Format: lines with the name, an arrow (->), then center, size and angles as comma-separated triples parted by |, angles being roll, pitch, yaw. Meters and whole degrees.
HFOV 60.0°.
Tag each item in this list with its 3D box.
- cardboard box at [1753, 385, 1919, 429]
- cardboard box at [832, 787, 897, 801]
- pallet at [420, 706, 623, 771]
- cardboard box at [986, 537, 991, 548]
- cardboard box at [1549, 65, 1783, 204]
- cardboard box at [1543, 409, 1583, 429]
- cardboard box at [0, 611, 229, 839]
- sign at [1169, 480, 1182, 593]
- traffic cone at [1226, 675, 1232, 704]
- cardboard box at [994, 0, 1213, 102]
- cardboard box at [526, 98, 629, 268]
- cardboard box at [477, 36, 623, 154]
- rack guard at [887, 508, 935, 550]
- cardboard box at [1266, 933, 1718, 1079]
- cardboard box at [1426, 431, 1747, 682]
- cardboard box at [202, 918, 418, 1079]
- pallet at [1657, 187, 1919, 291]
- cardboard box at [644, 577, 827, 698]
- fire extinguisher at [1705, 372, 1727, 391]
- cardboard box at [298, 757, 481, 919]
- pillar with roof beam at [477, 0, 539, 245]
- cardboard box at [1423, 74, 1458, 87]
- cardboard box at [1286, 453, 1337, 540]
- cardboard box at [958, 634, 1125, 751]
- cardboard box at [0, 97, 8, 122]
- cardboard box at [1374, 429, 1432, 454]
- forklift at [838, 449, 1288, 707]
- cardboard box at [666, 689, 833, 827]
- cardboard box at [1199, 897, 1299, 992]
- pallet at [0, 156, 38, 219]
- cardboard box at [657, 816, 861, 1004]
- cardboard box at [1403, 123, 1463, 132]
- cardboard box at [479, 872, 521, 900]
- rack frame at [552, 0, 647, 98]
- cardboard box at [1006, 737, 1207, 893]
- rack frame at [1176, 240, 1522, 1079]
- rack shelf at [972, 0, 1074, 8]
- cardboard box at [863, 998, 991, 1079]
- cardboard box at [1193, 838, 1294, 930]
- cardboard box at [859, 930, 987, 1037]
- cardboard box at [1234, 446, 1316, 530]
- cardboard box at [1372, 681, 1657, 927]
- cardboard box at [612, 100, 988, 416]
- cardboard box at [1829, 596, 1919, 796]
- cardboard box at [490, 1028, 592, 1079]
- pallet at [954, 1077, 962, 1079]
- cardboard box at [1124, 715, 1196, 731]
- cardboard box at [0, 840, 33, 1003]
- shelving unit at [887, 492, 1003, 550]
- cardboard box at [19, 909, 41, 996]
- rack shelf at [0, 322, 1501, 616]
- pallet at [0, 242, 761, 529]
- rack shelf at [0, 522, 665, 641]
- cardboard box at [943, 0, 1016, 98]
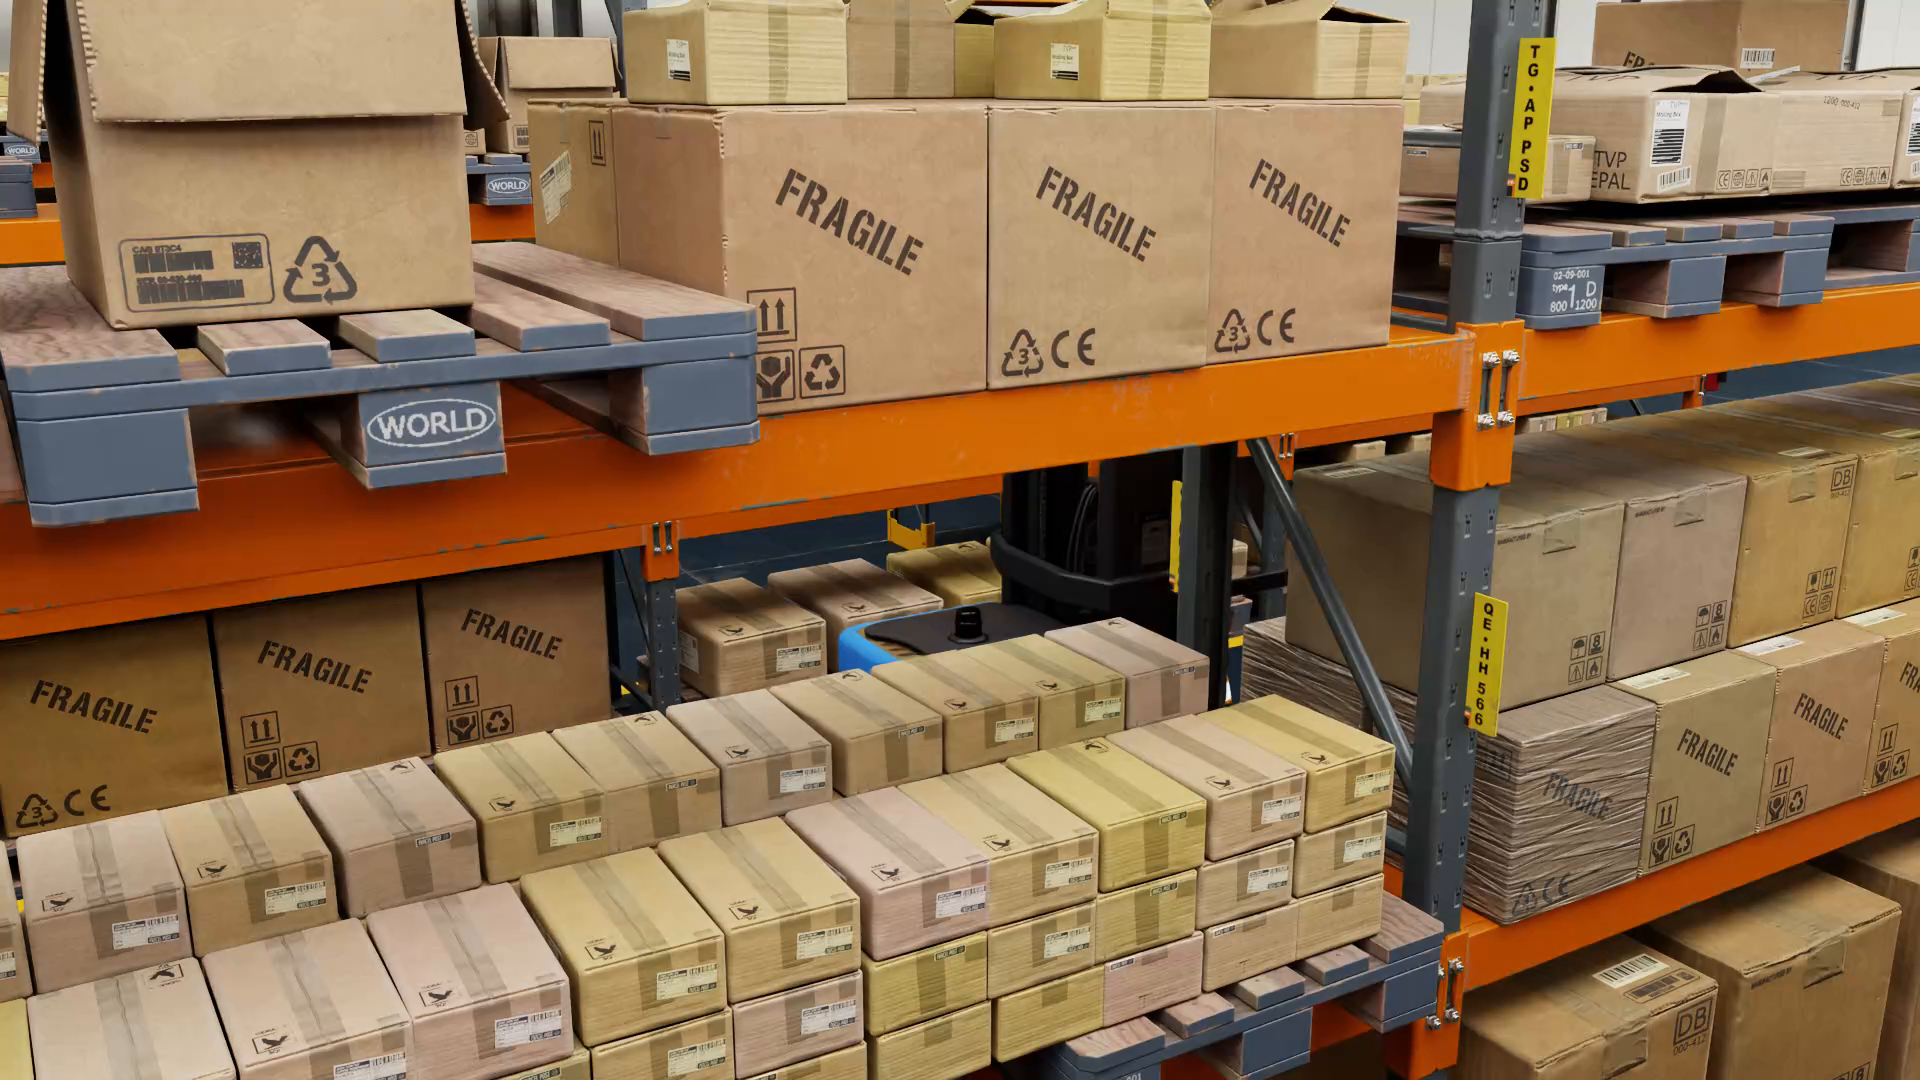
cardboard box -> 3.053, -0.190, 5.493 | 0.500, 0.500, 0.700 | -9, 18, -29
cardboard box -> -0.272, 0.590, 3.883 | 0.250, 0.149, 0.380 | -9, 18, -29
pallet -> -2.431, 0.986, 8.500 | 1.213, 0.211, 1.003 | -9, 18, -30
cardboard box -> 0.650, 0.233, 10.112 | 0.625, 0.372, 0.950 | -8, 18, -26
cardboard box -> 1.654, -1.019, 4.131 | 0.500, 0.311, 0.500 | -9, 18, -30
cardboard box -> 4.092, -0.840, 11.573 | 0.250, 0.149, 0.380 | -9, 18, -29
cardboard box -> -3.884, 0.696, 7.526 | 0.875, 0.875, 0.875 | -9, 18, -28
sign -> 0.631, -0.003, 4.717 | 0.005, 0.325, 0.100 | -9, 18, -30
traffic cone -> 1.371, 0.713, 9.007 | 0.334, 0.463, 0.336 | -9, 18, -30
cardboard box -> 0.275, -0.987, 3.213 | 0.258, 0.266, 0.396 | -9, 18, -30
cardboard box -> -0.558, -0.650, 3.428 | 0.500, 0.500, 0.500 | -9, 18, -30
cardboard box -> -1.962, -2.057, 7.665 | 0.637, 0.503, 0.797 | -11, 19, -33
rack guard -> -0.362, -0.062, 12.167 | 0.087, 0.250, 0.587 | -9, 18, -30
cardboard box -> 1.488, 1.500, 4.891 | 0.750, 0.750, 1.050 | -9, 18, -30
cardboard box -> 1.743, 0.023, 4.734 | 0.500, 0.500, 0.700 | -10, 18, -31
cardboard box -> -1.043, 0.778, 2.663 | 0.250, 0.149, 0.380 | -9, 18, -30
pallet -> 2.402, -0.928, 4.957 | 1.213, 0.211, 1.003 | -8, 18, -27
cardboard box -> -1.227, 0.539, 9.022 | 0.625, 0.372, 0.950 | -11, 19, -33
fire extinguisher -> 5.477, -1.432, 12.106 | 0.183, 0.674, 0.296 | -9, 18, -30
cardboard box -> -1.148, 0.589, 3.336 | 0.250, 0.149, 0.380 | -10, 19, -32
pillar with roof beam -> -1.405, -3.879, 9.574 | 0.400, 9.000, 9.100 | -9, 18, -30
cardboard box -> 2.829, -2.788, 10.228 | 0.250, 0.149, 0.380 | -9, 18, -30
cardboard box -> 2.357, -0.263, 10.718 | 0.500, 0.500, 0.500 | -8, 18, -27
cardboard box -> 0.195, 0.373, 4.109 | 0.250, 0.149, 0.380 | -10, 18, -31
cardboard box -> -6.147, -2.739, 10.569 | 0.250, 0.149, 0.380 | -9, 18, -28
cardboard box -> 2.935, -0.651, 10.900 | 0.250, 0.149, 0.380 | -8, 18, -28
forklift -> 1.000, -0.093, 7.312 | 3.031, 2.935, 1.130 | -9, 18, -29
cardboard box -> -0.476, 0.480, 3.724 | 0.250, 0.149, 0.380 | -8, 18, -27
cardboard box -> 0.520, 0.811, 3.648 | 0.250, 0.149, 0.380 | -9, 18, -30
pallet -> -4.384, -1.383, 6.585 | 1.217, 0.209, 0.805 | -10, 19, -32
cardboard box -> -0.374, 0.669, 3.053 | 0.250, 0.149, 0.380 | -8, 18, -27
cardboard box -> 1.320, -1.033, 4.451 | 0.250, 0.166, 0.380 | -9, 18, -30
cardboard box -> -0.930, 0.697, 3.503 | 0.250, 0.149, 0.380 | -8, 18, -28
rack frame -> -1.716, -3.337, 7.642 | 0.127, 3.000, 1.000 | -9, 18, -30
cardboard box -> 0.295, 0.560, 3.439 | 0.250, 0.149, 0.380 | -9, 18, -28
rack frame -> 0.920, 0.683, 4.416 | 0.127, 3.000, 1.000 | -9, 18, -30
rack shelf -> 0.868, -4.780, 14.864 | 4.000, 0.370, 1.077 | -9, 18, -30
cardboard box -> -0.146, 0.918, 3.265 | 0.250, 0.149, 0.380 | -10, 19, -32
cardboard box -> 0.503, 0.670, 3.599 | 0.250, 0.149, 0.380 | -8, 18, -28
cardboard box -> -0.151, 0.776, 3.221 | 0.250, 0.149, 0.380 | -9, 18, -30
cardboard box -> 2.082, -0.388, 11.164 | 0.500, 0.500, 0.500 | -9, 18, -30
cardboard box -> 1.444, 0.635, 4.403 | 0.500, 0.500, 0.500 | -9, 18, -29
cardboard box -> -0.291, -0.530, 3.002 | 0.500, 0.500, 0.500 | -9, 18, -30
cardboard box -> 2.739, 0.425, 5.152 | 0.500, 0.500, 0.500 | -9, 18, -30
cardboard box -> -0.812, 0.883, 2.840 | 0.250, 0.149, 0.380 | -10, 18, -31
pallet -> -0.756, 1.060, 3.427 | 1.213, 0.211, 1.003 | -9, 18, -30
cardboard box -> 0.402, 0.479, 4.280 | 0.250, 0.149, 0.380 | -8, 18, -27
cardboard box -> -1.813, 0.697, 2.950 | 0.250, 0.149, 0.380 | -10, 18, -31
shelving unit -> 0.065, -0.733, 12.245 | 1.083, 1.500, 0.587 | -9, 18, -30
cardboard box -> -1.598, 0.804, 3.122 | 0.250, 0.149, 0.380 | -10, 18, -32
rack shelf -> -0.795, -0.137, 3.117 | 4.000, 0.370, 1.077 | -9, 18, -30
pallet -> -1.037, -0.321, 2.788 | 1.003, 0.211, 1.213 | -9, 18, -30
rack shelf -> -3.430, 0.176, 7.557 | 4.000, 0.370, 1.077 | -9, 18, -30
cardboard box -> -0.011, -1.114, 3.666 | 0.258, 0.266, 0.396 | -9, 18, -30
